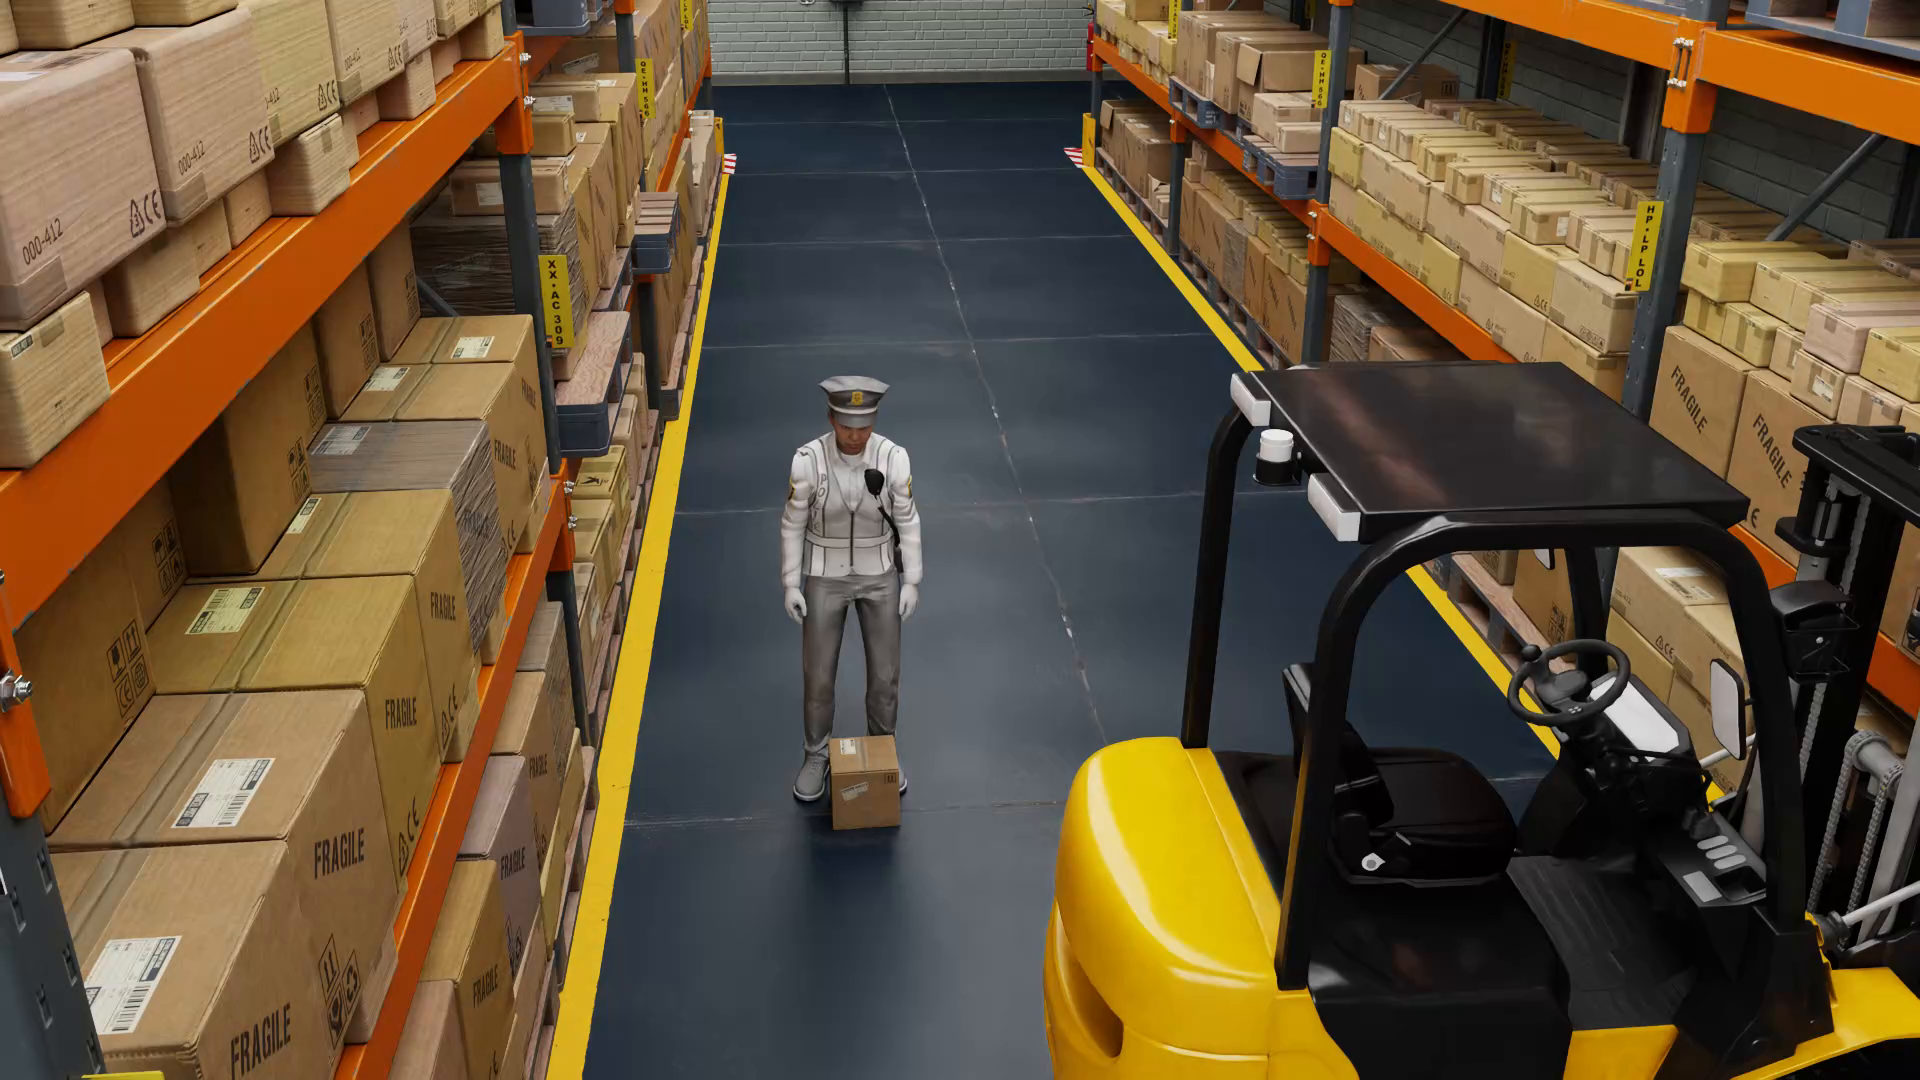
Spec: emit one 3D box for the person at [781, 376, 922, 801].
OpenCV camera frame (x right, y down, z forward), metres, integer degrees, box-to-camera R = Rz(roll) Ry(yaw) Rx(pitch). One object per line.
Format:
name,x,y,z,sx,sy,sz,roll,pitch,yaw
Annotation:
person,-0.402,0.171,6.211,0.525,1.662,0.374,-3,24,-6
